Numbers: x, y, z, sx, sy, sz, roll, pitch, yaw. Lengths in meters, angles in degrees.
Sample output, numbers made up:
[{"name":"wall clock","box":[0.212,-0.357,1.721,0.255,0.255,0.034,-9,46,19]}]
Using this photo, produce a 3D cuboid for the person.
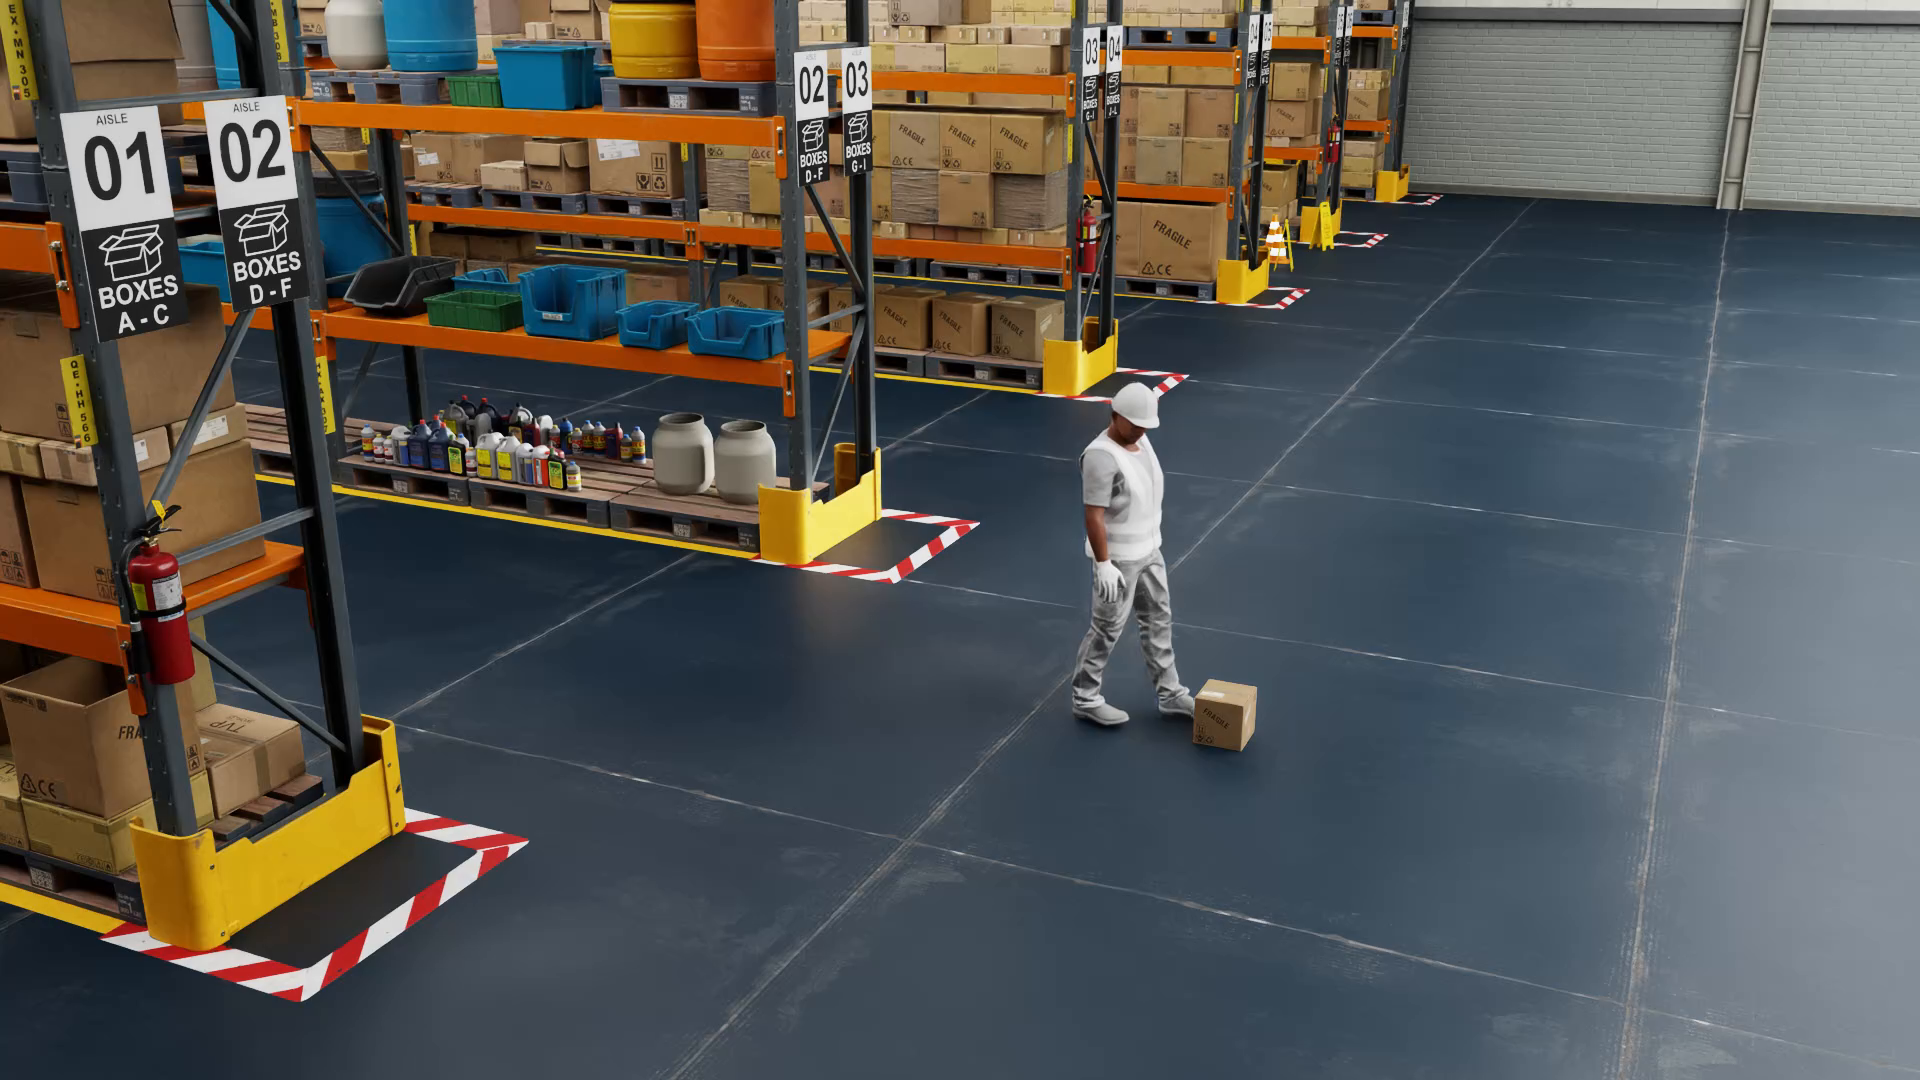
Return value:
[{"name":"person","box":[0.918,0.088,8.215,0.673,1.761,0.612,10,21,27]}]
